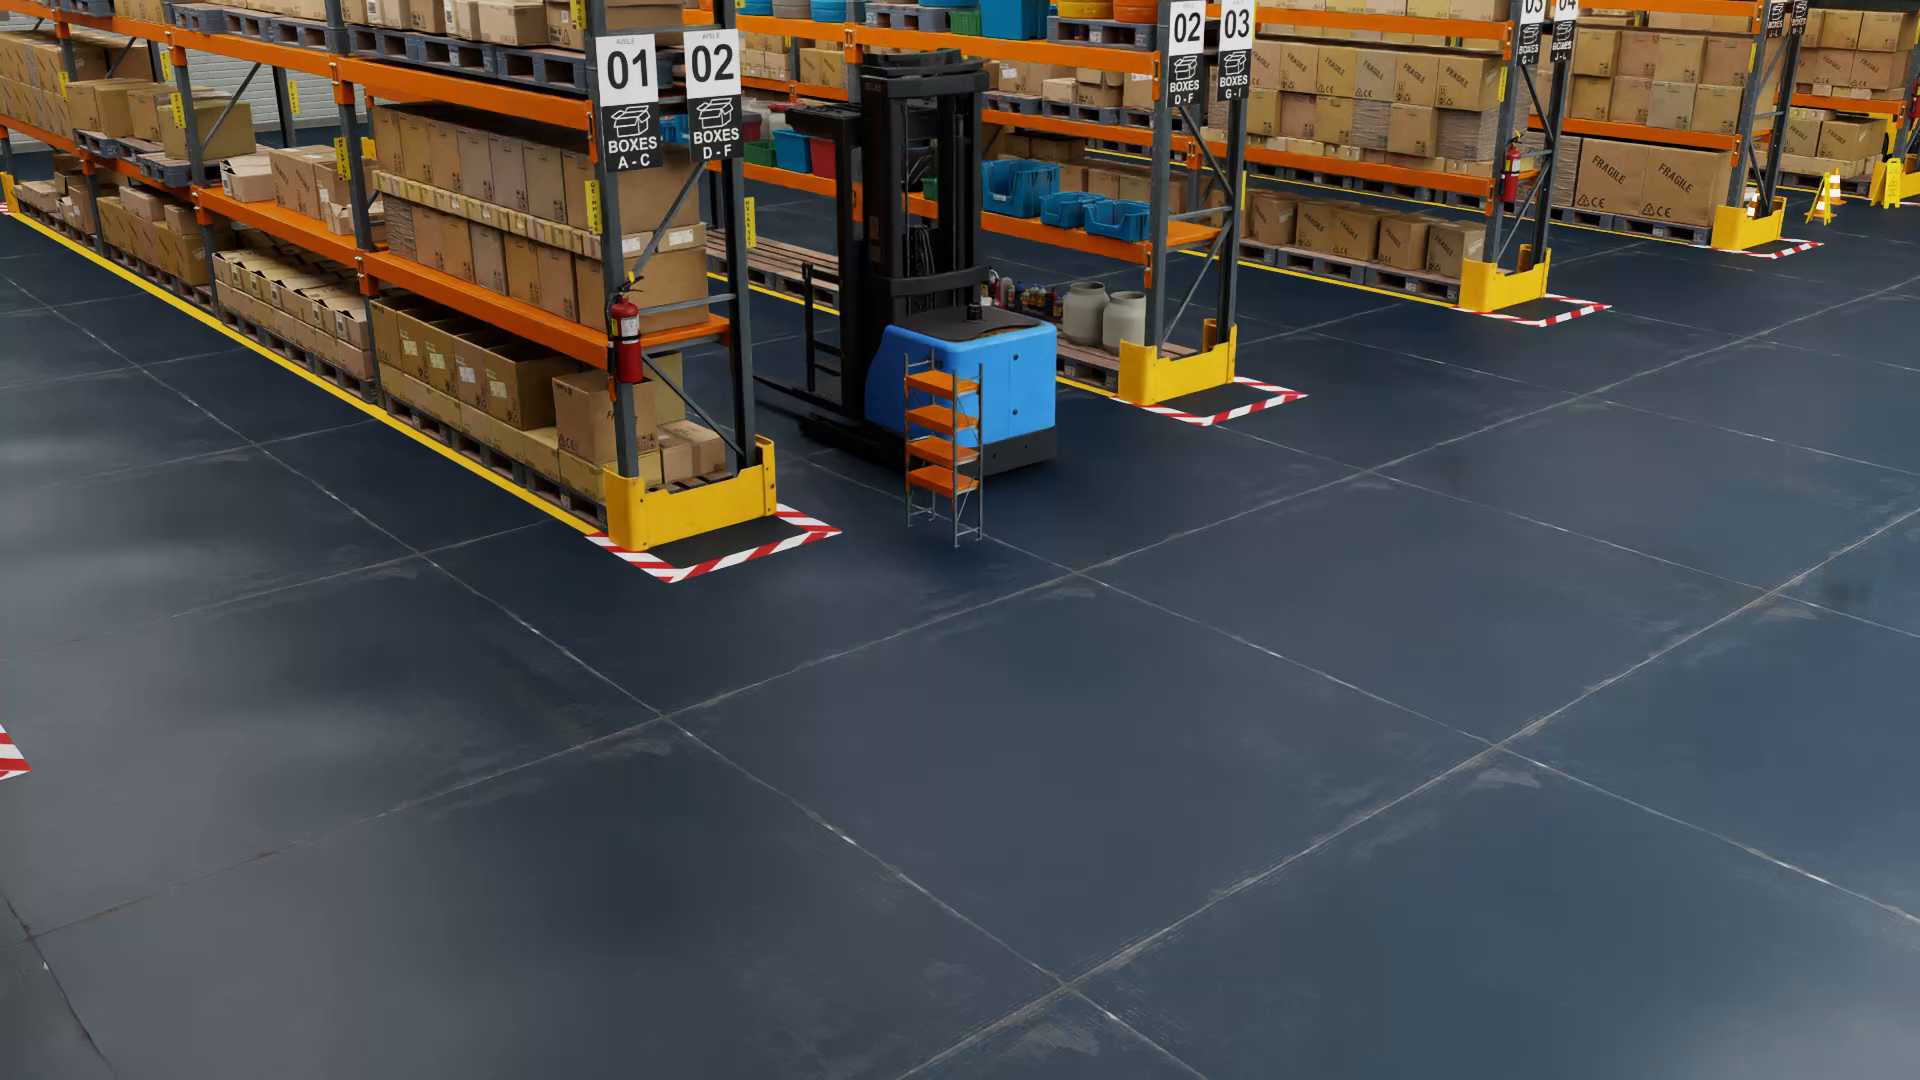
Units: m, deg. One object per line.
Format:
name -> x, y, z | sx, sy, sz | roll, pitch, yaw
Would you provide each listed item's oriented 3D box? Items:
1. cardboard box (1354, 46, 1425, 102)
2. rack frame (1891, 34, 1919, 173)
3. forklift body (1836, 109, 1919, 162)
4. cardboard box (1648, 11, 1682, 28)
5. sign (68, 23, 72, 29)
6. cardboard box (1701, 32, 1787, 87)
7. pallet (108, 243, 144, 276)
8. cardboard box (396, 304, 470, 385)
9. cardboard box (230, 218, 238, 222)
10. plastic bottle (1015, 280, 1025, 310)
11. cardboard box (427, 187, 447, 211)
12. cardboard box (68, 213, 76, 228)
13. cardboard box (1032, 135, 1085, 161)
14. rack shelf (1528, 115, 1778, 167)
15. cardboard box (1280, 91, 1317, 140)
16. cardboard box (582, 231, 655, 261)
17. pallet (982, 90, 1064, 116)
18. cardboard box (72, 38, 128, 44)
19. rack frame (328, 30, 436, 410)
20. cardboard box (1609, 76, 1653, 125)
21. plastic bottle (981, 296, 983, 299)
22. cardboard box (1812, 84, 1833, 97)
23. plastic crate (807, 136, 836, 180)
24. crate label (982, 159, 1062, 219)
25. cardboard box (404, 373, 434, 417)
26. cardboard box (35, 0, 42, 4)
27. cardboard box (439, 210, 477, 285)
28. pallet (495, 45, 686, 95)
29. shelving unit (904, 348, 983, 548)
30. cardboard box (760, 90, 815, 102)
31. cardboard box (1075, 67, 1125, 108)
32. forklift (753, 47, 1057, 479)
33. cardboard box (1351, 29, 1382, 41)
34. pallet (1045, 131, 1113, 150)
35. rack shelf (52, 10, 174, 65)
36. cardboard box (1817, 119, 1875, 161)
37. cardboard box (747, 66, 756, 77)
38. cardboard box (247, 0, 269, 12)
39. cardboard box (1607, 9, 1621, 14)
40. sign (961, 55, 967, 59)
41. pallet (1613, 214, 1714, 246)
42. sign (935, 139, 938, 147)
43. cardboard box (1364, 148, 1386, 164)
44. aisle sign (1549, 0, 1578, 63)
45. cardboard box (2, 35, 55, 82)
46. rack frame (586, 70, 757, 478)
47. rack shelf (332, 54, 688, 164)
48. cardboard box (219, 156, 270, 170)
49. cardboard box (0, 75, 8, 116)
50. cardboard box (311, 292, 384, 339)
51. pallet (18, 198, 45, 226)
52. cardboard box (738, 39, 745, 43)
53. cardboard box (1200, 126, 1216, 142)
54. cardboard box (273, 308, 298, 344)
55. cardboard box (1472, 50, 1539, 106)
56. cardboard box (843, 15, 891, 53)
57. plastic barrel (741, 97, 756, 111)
cardboard box -> 4.498, -4.880, 17.415 | 0.500, 0.500, 0.500 | -17, 27, -37
rack frame -> 13.207, -6.220, 22.752 | 1.000, 3.000, 0.127 | -17, 27, -37
forklift body -> 14.345, -7.097, 26.155 | 2.313, 2.155, 1.214 | -17, 27, -37
cardboard box -> 10.719, -7.803, 24.877 | 0.700, 0.500, 0.500 | -18, 28, -38
sign -> -11.819, -6.737, 22.051 | 0.100, 0.325, 0.005 | -17, 27, -37
cardboard box -> 9.310, -5.698, 19.733 | 0.875, 0.550, 0.550 | -17, 27, -37
pallet -> -9.082, -3.305, 19.133 | 1.003, 0.211, 1.213 | -17, 27, -37
cardboard box -> -4.021, -1.534, 12.955 | 0.500, 0.500, 0.500 | -17, 27, -37
cardboard box -> -7.780, -3.232, 17.947 | 0.500, 0.500, 0.500 | -18, 28, -38
plastic bottle -> 0.578, -2.370, 16.060 | 0.097, 0.271, 0.097 | 0, 21, 0
cardboard box -> -3.723, -2.555, 12.368 | 0.380, 0.149, 0.250 | -19, 28, -39
cardboard box -> -10.518, -3.876, 20.073 | 0.380, 0.149, 0.250 | -17, 27, -37
cardboard box -> 1.291, -5.139, 21.789 | 0.500, 0.250, 0.500 | -14, 25, -32
rack shelf -> 8.217, -5.231, 21.214 | 1.077, 0.370, 4.000 | -17, 27, -37
cardboard box -> 4.037, -4.752, 18.457 | 0.875, 0.500, 0.500 | -17, 27, -37
cardboard box -> -2.202, -1.913, 10.728 | 0.380, 0.149, 0.250 | -18, 28, -38
pallet -> 1.023, -5.810, 21.969 | 1.213, 0.211, 1.003 | -17, 27, -37
cardboard box -> -10.408, -5.813, 20.205 | 0.500, 0.500, 0.500 | -18, 28, -39
rack frame -> -4.419, -2.609, 13.532 | 1.000, 3.000, 0.127 | -17, 27, -37
cardboard box -> 8.600, -5.507, 20.725 | 0.875, 0.550, 0.550 | -17, 27, -37
plastic bottle -> 0.182, -2.136, 15.456 | 0.152, 0.276, 0.135 | -18, 28, -39
cardboard box -> 12.209, -6.339, 23.400 | 0.380, 0.149, 0.250 | -17, 27, -37
plastic crate -> -1.212, -3.878, 16.684 | 0.402, 0.464, 0.583 | -17, 27, -37
crate label -> 0.541, -3.143, 14.846 | 0.502, 0.435, 0.616 | -17, 27, -37
cardboard box -> -4.024, -1.185, 13.090 | 0.500, 0.250, 0.500 | -17, 27, -37
cardboard box -> -10.160, -6.217, 18.837 | 0.500, 0.250, 0.500 | -17, 27, -37
cardboard box -> -3.451, -2.251, 12.480 | 0.700, 0.500, 0.500 | -17, 27, -37
pallet -> -2.250, -3.061, 10.694 | 1.003, 0.211, 1.213 | -17, 27, -37
shelving unit -> -0.108, -0.604, 10.882 | 0.258, 1.200, 0.503 | -17, 27, -37
cardboard box -> -2.504, -6.584, 26.019 | 0.875, 0.875, 0.875 | -17, 27, -37
cardboard box -> 1.887, -5.667, 20.622 | 0.797, 0.503, 0.637 | -14, 26, -32
forklift -> -0.605, -2.232, 12.662 | 1.130, 2.935, 3.031 | -17, 27, -36
cardboard box -> 5.916, -7.048, 23.358 | 0.700, 0.500, 0.500 | -17, 27, -37
pallet -> 2.199, -6.816, 28.097 | 1.003, 0.211, 1.213 | -17, 27, -37
rack shelf -> -8.336, -5.328, 17.349 | 1.077, 0.370, 4.000 | -17, 27, -37
cardboard box -> 12.486, -5.644, 23.447 | 0.500, 0.500, 0.500 | -17, 27, -37
cardboard box -> -3.085, -7.279, 25.800 | 0.380, 0.149, 0.250 | -17, 27, -36
cardboard box -> -5.971, -4.823, 14.702 | 0.500, 0.250, 0.500 | -18, 28, -38
cardboard box -> 12.090, -9.665, 30.521 | 0.380, 0.149, 0.250 | -17, 27, -36
sign -> 0.059, -6.477, 21.821 | 0.100, 0.325, 0.005 | -17, 27, -37
pallet -> 8.941, -3.918, 20.697 | 1.003, 0.211, 1.213 | -17, 27, -37
sign -> -0.240, -4.044, 16.816 | 0.100, 0.325, 0.005 | -17, 27, -37
cardboard box -> 4.528, -4.115, 17.722 | 0.380, 0.149, 0.250 | -17, 27, -37
aisle sign -> 5.967, -5.126, 16.393 | 0.394, 0.787, 0.004 | -17, 27, -37
cardboard box -> -11.492, -5.969, 20.603 | 0.500, 0.500, 0.500 | -17, 27, -37
rack frame -> -1.808, -1.504, 10.711 | 1.000, 3.000, 0.127 | -17, 27, -37
rack shelf -> -3.114, -3.118, 11.706 | 1.077, 0.370, 4.000 | -17, 27, -37
cardboard box -> -6.826, -3.562, 16.087 | 0.500, 0.311, 0.500 | -15, 26, -34
cardboard box -> -12.162, -5.786, 21.505 | 0.500, 0.500, 0.500 | -17, 27, -36
cardboard box -> -5.245, -1.971, 14.329 | 0.500, 0.311, 0.500 | -17, 27, -36
pallet -> -11.681, -4.385, 21.890 | 1.003, 0.211, 1.213 | -17, 27, -37
cardboard box -> -3.564, -7.999, 27.091 | 0.500, 0.250, 0.500 | -19, 28, -39
cardboard box -> 3.001, -4.718, 19.262 | 0.380, 0.149, 0.250 | -17, 27, -37
cardboard box -> -5.904, -1.992, 15.152 | 0.500, 0.250, 0.500 | -17, 27, -36
cardboard box -> 5.546, -4.729, 17.028 | 0.500, 0.500, 0.500 | -17, 27, -37
cardboard box -> -1.272, -7.323, 24.056 | 0.797, 0.503, 0.637 | -17, 27, -37
plastic barrel -> -2.442, -4.711, 18.745 | 0.421, 0.512, 0.421 | 0, 21, 0
